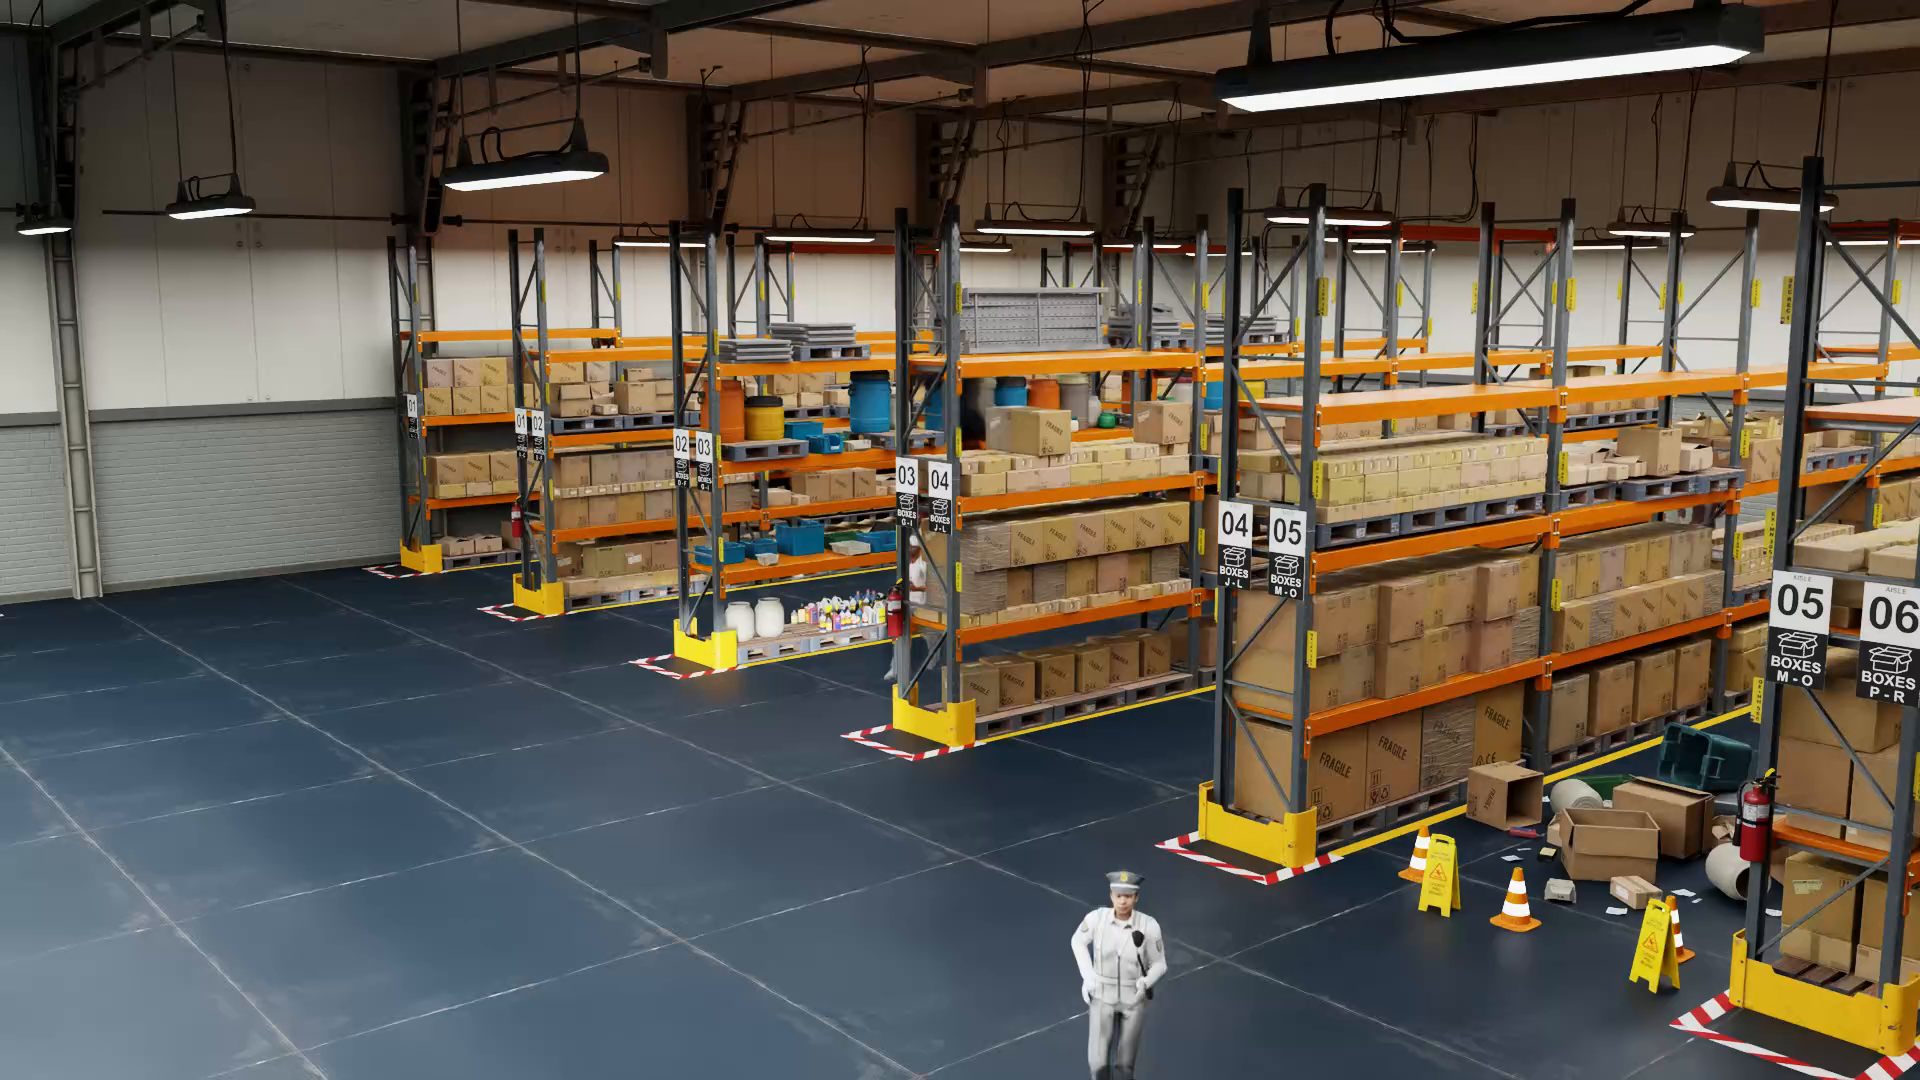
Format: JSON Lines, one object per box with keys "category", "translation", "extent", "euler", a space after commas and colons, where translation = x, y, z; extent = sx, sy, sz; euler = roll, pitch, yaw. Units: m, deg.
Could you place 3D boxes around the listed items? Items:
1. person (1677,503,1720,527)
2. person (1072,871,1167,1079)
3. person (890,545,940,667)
{"category": "person", "translation": [13.170, -0.635, 29.369], "extent": [0.734, 0.903, 0.654], "euler": [0, 9, -2]}
{"category": "person", "translation": [0.957, 2.766, 10.087], "extent": [0.588, 1.588, 0.600], "euler": [1, 9, 7]}
{"category": "person", "translation": [-0.562, 0.784, 21.112], "extent": [0.690, 1.639, 0.810], "euler": [7, 11, 38]}
